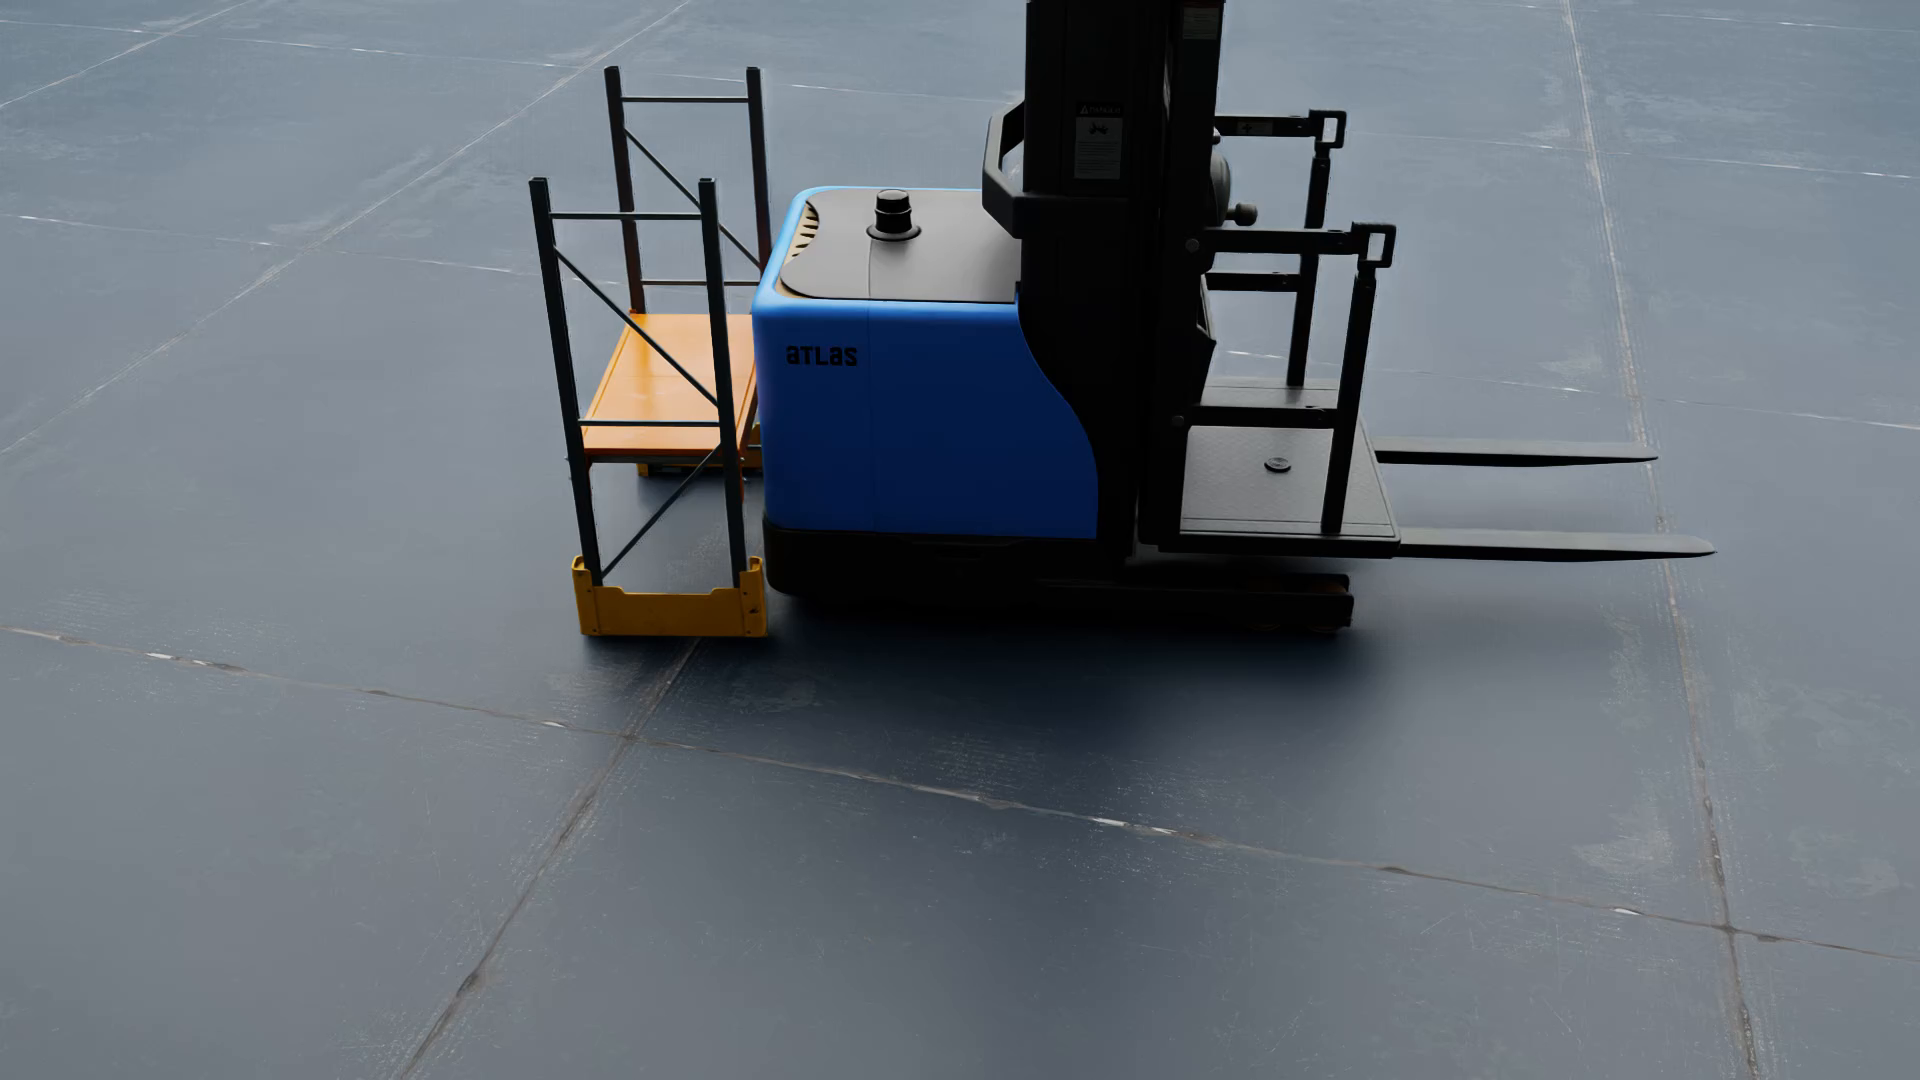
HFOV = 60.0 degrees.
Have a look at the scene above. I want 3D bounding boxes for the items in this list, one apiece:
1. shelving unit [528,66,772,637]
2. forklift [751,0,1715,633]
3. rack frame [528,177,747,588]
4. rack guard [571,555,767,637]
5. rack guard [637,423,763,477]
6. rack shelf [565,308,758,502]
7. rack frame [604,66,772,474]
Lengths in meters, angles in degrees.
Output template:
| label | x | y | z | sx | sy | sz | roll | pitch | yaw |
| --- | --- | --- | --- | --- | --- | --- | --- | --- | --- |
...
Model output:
| label | x | y | z | sx | sy | sz | roll | pitch | yaw |
| --- | --- | --- | --- | --- | --- | --- | --- | --- | --- |
| shelving unit | -0.902 | -0.618 | 5.323 | 0.587 | 1.500 | 1.083 | 1 | 32 | 1 |
| forklift | 0.907 | -1.236 | 4.963 | 3.031 | 2.935 | 1.130 | 2 | 32 | 3 |
| rack frame | -0.912 | -0.340 | 4.887 | 0.500 | 1.500 | 0.032 | 1 | 32 | 1 |
| rack guard | -0.911 | 0.177 | 5.239 | 0.587 | 0.250 | 0.087 | 1 | 32 | 1 |
| rack guard | -0.893 | -0.357 | 6.079 | 0.587 | 0.250 | 0.087 | 1 | 32 | 1 |
| rack shelf | -0.902 | -0.461 | 5.412 | 0.538 | 0.185 | 1.000 | 1 | 32 | 1 |
| rack frame | -0.893 | -0.885 | 5.745 | 0.500 | 1.500 | 0.032 | 1 | 32 | 1 |
